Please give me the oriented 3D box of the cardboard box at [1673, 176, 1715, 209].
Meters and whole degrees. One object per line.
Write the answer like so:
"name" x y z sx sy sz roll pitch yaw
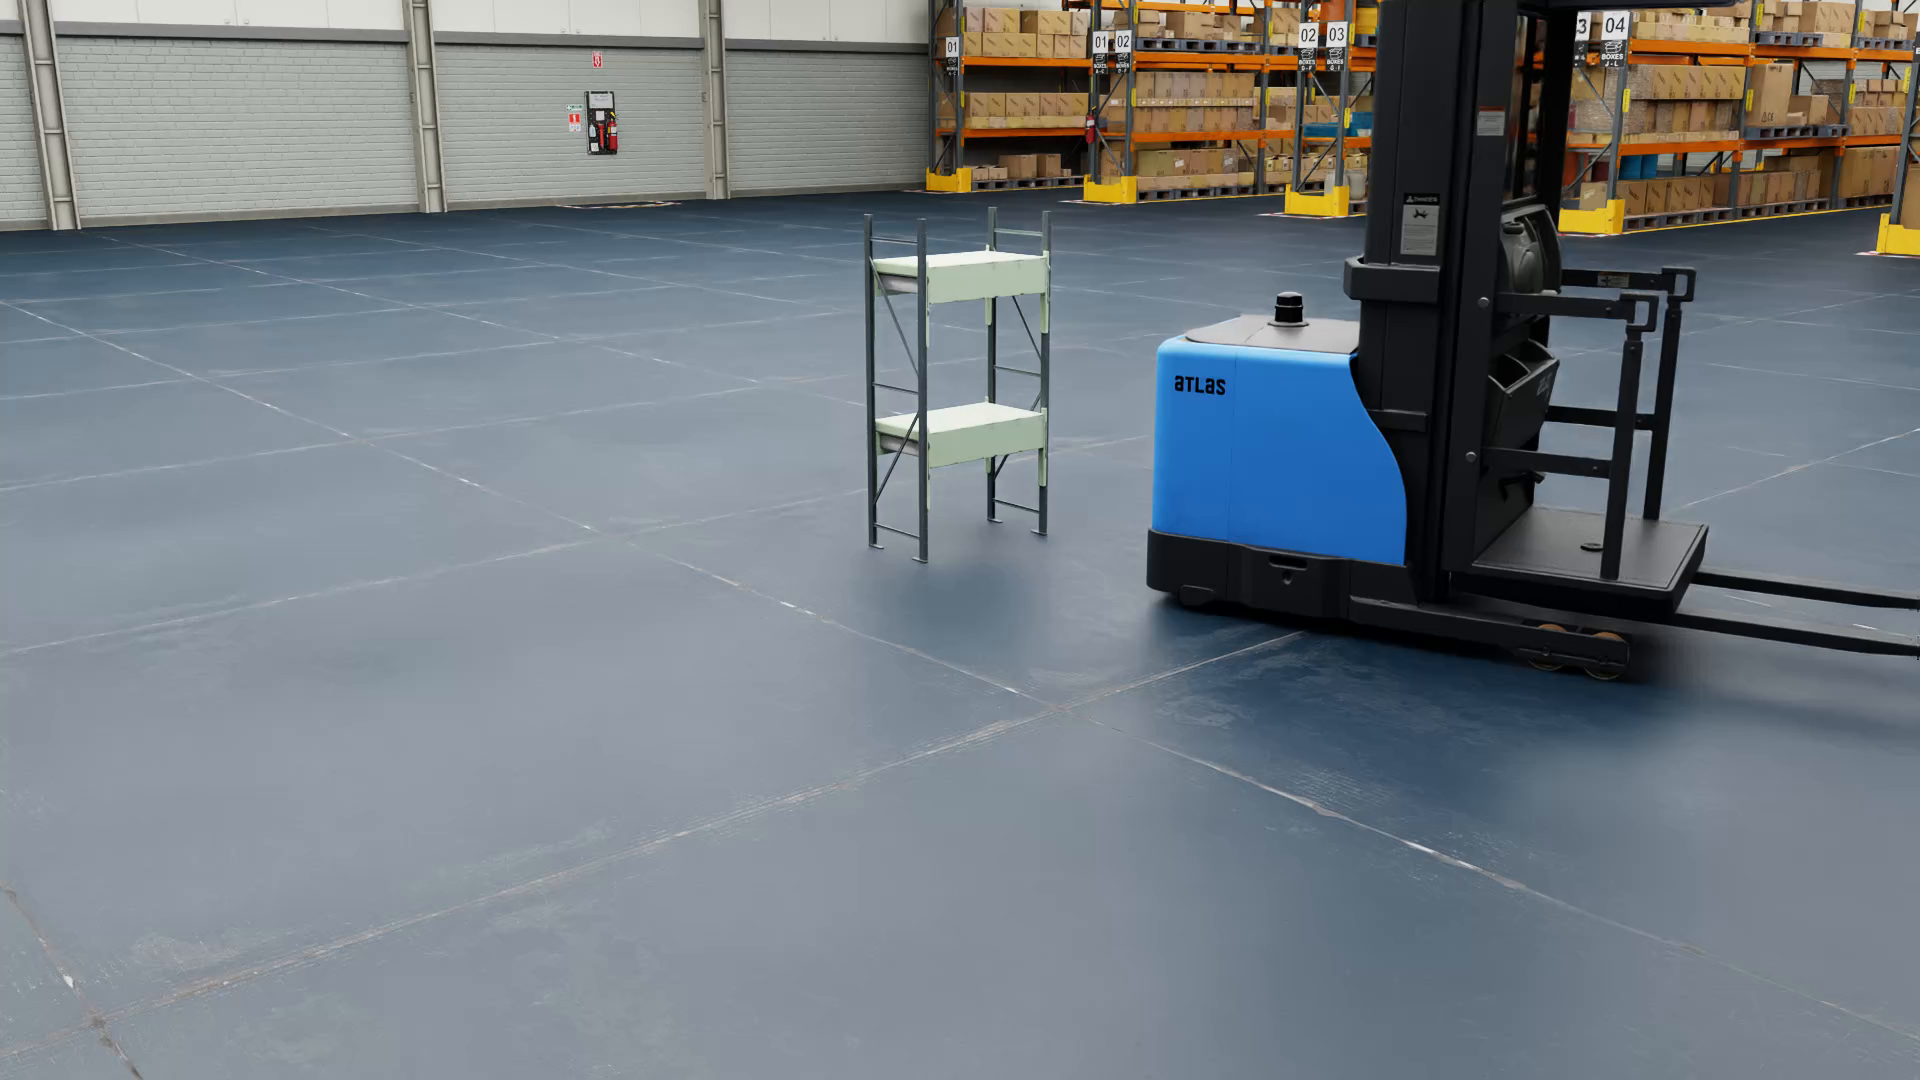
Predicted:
"cardboard box" 12.138 -5.771 27.572 0.500 0.500 0.500 -13 20 -41

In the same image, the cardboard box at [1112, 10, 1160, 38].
"cardboard box" 3.385 -9.953 32.103 0.637 0.503 0.797 -11 18 -36

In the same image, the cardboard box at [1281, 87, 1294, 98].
"cardboard box" 8.170 -11.434 42.482 0.500 0.250 0.500 -12 19 -38

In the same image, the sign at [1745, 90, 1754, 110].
"sign" 12.828 -7.150 27.026 0.005 0.325 0.100 -13 19 -39

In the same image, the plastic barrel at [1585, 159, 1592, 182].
"plastic barrel" 12.957 -7.678 34.688 0.421 0.512 0.421 0 15 0

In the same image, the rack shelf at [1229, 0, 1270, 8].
"rack shelf" 4.457 -10.784 32.853 4.000 0.370 1.077 -13 19 -39

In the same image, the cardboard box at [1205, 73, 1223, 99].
"cardboard box" 4.877 -9.193 33.646 0.500 0.500 0.700 -13 20 -39

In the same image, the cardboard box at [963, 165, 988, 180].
"cardboard box" 0.275 -8.064 36.486 0.500 0.311 0.500 13 20 41

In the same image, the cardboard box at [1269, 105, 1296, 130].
"cardboard box" 6.953 -9.029 35.547 0.500 0.500 0.500 -11 18 -35

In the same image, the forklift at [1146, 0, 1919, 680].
"forklift" 2.297 -1.076 6.100 3.031 2.935 1.130 8 17 29

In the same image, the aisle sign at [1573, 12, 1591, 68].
"aisle sign" 9.205 -7.462 24.836 0.004 0.787 0.394 -13 19 -39

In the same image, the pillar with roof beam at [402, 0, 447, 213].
"pillar with roof beam" -6.573 -9.365 25.374 0.400 9.000 9.100 -13 19 -39

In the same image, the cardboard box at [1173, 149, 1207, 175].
"cardboard box" 4.632 -7.625 33.545 0.500 0.500 0.500 -13 19 -39

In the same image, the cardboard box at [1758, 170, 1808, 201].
"cardboard box" 14.581 -6.304 29.531 0.700 0.500 0.500 14 20 42

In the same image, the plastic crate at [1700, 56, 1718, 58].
"plastic crate" 16.367 -10.698 36.430 0.590 0.269 0.497 -13 19 -39

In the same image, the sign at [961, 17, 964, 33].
"sign" 0.050 -10.817 34.927 0.005 0.325 0.100 -13 19 -39

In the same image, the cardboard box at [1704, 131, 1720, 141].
"cardboard box" 11.958 -6.485 26.704 0.250 0.149 0.380 -13 19 -39

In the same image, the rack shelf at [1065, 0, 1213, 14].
"rack shelf" 4.220 -12.425 38.998 4.000 0.370 1.077 -13 19 -39

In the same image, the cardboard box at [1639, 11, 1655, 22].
"cardboard box" 10.067 -7.754 24.673 0.250 0.149 0.380 -12 19 -38

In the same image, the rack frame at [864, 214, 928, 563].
"rack frame" -0.281 -0.661 7.320 0.023 1.500 0.400 -13 19 -39

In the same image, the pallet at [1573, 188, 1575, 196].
"pallet" 12.800 -7.272 34.566 1.213 0.211 1.003 -13 19 -39

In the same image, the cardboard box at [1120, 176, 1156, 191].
"cardboard box" 3.499 -7.009 32.693 0.500 0.250 0.500 -13 19 -39

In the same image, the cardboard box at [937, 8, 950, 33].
"cardboard box" -0.153 -11.165 35.755 0.500 0.500 0.500 -12 19 -37

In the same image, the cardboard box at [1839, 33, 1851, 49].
"cardboard box" 15.286 -8.762 29.217 0.500 0.250 0.500 -13 19 -39

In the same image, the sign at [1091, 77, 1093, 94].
"sign" 2.603 -8.869 32.438 0.005 0.325 0.100 -13 19 -39

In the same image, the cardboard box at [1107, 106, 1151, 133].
"cardboard box" 3.309 -8.212 32.488 0.500 0.500 0.700 -13 19 -39

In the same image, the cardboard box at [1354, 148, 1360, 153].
"cardboard box" 10.545 -10.449 45.084 0.500 0.500 0.700 -13 20 -41

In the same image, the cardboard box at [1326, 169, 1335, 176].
"cardboard box" 7.979 -8.008 36.431 0.500 0.250 0.500 -12 19 -38

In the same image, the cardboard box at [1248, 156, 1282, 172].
"cardboard box" 6.441 -7.932 35.060 0.500 0.311 0.500 -13 19 -39

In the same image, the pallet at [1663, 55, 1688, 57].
"pallet" 14.722 -10.361 35.281 1.003 0.211 1.213 -13 19 -39

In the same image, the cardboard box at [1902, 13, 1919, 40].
"cardboard box" 18.070 -9.791 31.773 0.500 0.500 0.700 -12 19 -38

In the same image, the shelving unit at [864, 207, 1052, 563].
"shelving unit" -0.005 -0.723 7.552 0.755 1.500 0.431 -13 19 -39

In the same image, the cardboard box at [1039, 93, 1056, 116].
"cardboard box" 1.798 -9.719 37.122 0.500 0.500 0.500 -13 20 -41

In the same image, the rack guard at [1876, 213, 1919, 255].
"rack guard" 12.610 -3.964 21.620 0.348 0.500 1.175 -13 19 -39

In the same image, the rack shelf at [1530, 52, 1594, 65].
"rack shelf" 10.723 -9.240 32.113 4.000 0.370 1.077 -13 19 -39

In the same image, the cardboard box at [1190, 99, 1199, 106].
"cardboard box" 4.546 -8.734 33.184 0.250 0.149 0.380 -12 19 -39

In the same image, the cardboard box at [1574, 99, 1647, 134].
"cardboard box" 9.881 -6.438 25.269 0.500 0.500 0.875 -13 19 -39

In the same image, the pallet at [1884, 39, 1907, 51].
"pallet" 16.776 -9.181 30.861 1.213 0.211 1.003 -12 19 -37

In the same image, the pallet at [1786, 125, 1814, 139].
"pallet" 14.017 -7.077 28.805 1.213 0.211 1.003 -13 19 -39

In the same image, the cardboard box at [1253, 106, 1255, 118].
"cardboard box" 7.040 -10.811 41.603 0.500 0.500 0.500 -13 20 -40

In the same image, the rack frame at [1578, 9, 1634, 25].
"rack frame" 9.448 -9.056 24.218 0.127 3.000 1.000 -13 19 -39

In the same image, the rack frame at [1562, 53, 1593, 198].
"rack frame" 12.232 -8.478 33.675 0.127 3.000 1.000 -13 19 -39

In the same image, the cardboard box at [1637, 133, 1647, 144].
"cardboard box" 10.220 -6.117 25.323 0.250 0.149 0.380 -13 19 -39

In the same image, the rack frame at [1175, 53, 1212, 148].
"rack frame" 5.729 -10.406 40.896 0.127 3.000 1.000 -13 19 -39

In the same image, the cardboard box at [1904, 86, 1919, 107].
"cardboard box" 18.025 -8.614 32.049 0.637 0.503 0.797 -13 20 -41

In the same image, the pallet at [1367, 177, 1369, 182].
"pallet" 9.571 -8.214 38.094 1.213 0.211 1.003 -13 19 -39

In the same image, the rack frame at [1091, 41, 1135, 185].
"rack frame" 2.948 -8.087 32.214 0.127 3.000 1.000 -13 19 -39

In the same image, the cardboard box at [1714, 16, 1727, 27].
"cardboard box" 11.825 -8.155 26.174 0.250 0.149 0.380 -13 20 -41

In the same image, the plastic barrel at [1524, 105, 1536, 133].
"plastic barrel" 10.960 -8.183 32.308 0.433 0.535 0.433 0 15 0

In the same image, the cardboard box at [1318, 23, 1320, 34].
"cardboard box" 9.468 -13.140 43.149 0.500 0.500 0.500 -13 20 -40

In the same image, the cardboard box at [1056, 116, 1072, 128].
"cardboard box" 2.172 -9.444 37.545 0.500 0.250 0.500 -13 19 -39

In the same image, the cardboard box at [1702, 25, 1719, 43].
"cardboard box" 11.512 -7.911 26.031 0.500 0.250 0.500 -13 20 -40

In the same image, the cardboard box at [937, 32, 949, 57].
"cardboard box" -0.158 -10.678 35.869 0.500 0.500 0.500 -11 18 -35
